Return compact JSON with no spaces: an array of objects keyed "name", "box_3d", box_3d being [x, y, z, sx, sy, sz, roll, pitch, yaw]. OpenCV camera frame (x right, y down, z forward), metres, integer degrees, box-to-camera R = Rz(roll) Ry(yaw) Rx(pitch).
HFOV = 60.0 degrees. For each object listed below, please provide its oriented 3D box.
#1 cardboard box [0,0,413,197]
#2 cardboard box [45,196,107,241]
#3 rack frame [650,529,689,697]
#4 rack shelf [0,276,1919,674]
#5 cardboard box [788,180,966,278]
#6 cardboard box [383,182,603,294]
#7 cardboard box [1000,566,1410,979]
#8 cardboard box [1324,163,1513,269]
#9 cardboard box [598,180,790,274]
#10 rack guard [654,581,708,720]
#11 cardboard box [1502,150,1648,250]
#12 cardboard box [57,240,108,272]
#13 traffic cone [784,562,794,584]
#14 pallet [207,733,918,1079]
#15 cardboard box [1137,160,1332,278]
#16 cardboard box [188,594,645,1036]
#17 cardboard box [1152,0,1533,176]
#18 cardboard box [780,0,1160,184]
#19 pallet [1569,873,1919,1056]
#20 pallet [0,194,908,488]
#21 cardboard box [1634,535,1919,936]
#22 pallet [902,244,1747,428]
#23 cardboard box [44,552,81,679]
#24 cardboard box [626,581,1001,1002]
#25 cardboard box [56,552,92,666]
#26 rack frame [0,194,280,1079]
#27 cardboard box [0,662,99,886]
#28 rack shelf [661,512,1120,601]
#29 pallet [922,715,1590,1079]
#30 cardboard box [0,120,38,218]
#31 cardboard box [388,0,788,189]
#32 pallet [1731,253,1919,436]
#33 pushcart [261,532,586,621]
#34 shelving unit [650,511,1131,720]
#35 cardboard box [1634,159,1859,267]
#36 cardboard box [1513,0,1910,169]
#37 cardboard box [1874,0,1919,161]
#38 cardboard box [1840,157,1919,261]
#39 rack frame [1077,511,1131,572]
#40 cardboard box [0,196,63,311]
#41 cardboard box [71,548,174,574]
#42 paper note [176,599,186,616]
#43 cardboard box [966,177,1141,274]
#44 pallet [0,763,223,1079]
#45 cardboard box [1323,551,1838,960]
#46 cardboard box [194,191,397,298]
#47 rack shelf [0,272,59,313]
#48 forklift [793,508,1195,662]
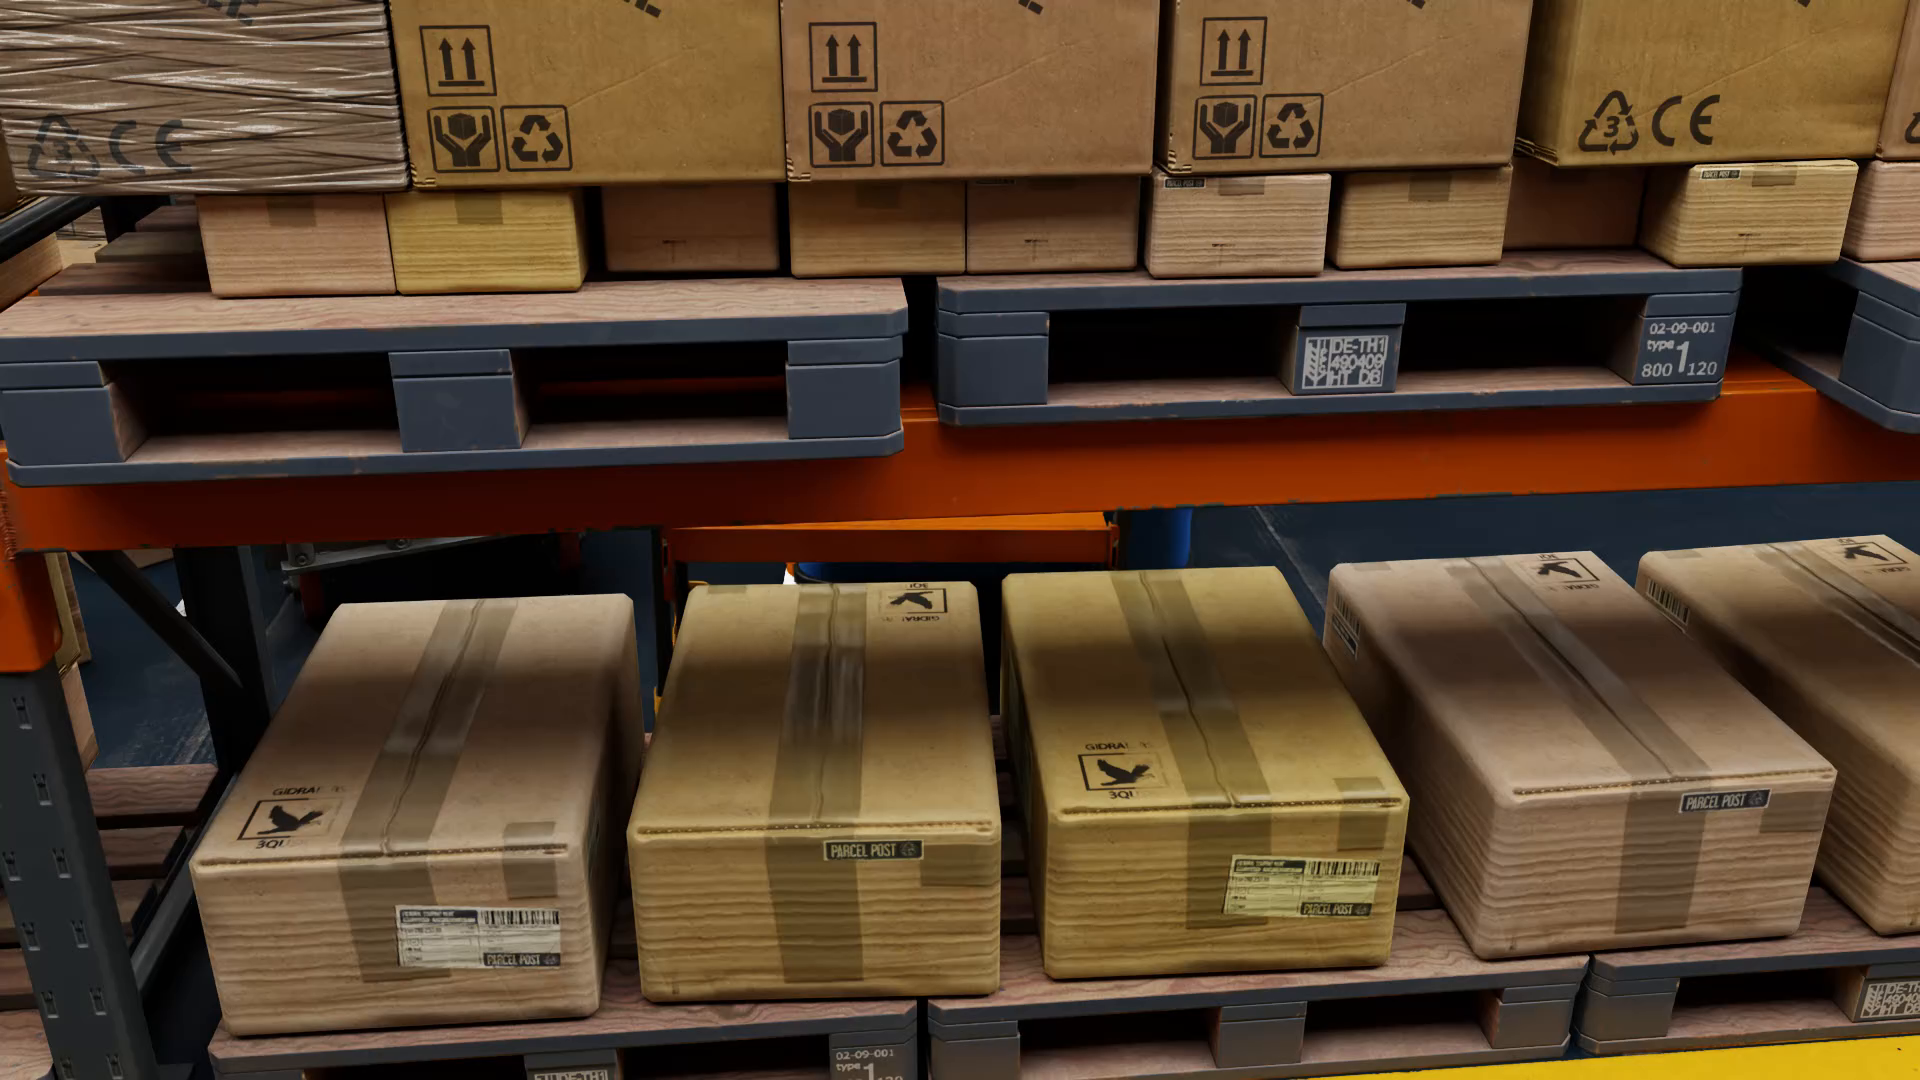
[{"name":"cardboard box","box_3d":[-1.001,-0.783,2.313,0.500,0.500,0.500,-2,24,-4]},{"name":"cardboard box","box_3d":[-3.612,-1.690,7.459,0.875,0.875,0.875,-2,24,-5]},{"name":"rack frame","box_3d":[-0.667,-0.221,3.776,0.032,1.500,0.500,0,25,-4]},{"name":"rack shelf","box_3d":[0.494,-0.258,3.023,4.000,0.370,1.077,-2,24,-5]},{"name":"cardboard box","box_3d":[-0.131,-0.521,2.520,0.250,0.149,0.380,-2,24,-4]},{"name":"cardboard box","box_3d":[-0.665,-0.485,2.440,0.250,0.149,0.380,-2,24,-4]},{"name":"cardboard box","box_3d":[0.433,0.421,3.327,0.625,0.372,0.950,-2,24,-3]},{"name":"cardboard box","box_3d":[0.647,-0.542,2.568,0.250,0.149,0.380,-3,24,-7]},{"name":"cardboard box","box_3d":[-0.391,-0.527,2.535,0.250,0.149,0.380,-1,24,-2]},{"name":"rack guard","box_3d":[-0.670,0.344,4.043,0.087,0.250,0.587,0,25,-4]},{"name":"cardboard box","box_3d":[0.889,-0.585,2.665,0.250,0.149,0.380,-2,24,-5]},{"name":"cardboard box","box_3d":[-3.527,-0.886,6.625,0.500,0.500,0.500,2,24,4]},{"name":"traffic cone","box_3d":[-0.400,0.037,4.598,0.334,0.463,0.336,-2,24,-5]},{"name":"pallet","box_3d":[-0.721,0.735,3.335,1.213,0.211,1.003,-2,24,-5]},{"name":"cardboard box","box_3d":[0.385,-0.519,2.518,0.250,0.149,0.380,-1,24,-3]},{"name":"cardboard box","box_3d":[-0.974,0.480,3.196,0.625,0.372,0.950,-2,24,-4]},{"name":"cardboard box","box_3d":[0.501,-0.843,2.446,0.500,0.500,0.500,-3,24,-7]},{"name":"cardboard box","box_3d":[-0.009,-0.818,2.391,0.500,0.500,0.500,-2,24,-5]},{"name":"pallet","box_3d":[1.707,0.638,3.555,1.213,0.211,1.003,-2,24,-5]},{"name":"pallet","box_3d":[-0.721,-0.391,2.673,1.213,0.211,1.003,-2,24,-5]},{"name":"cardboard box","box_3d":[1.921,0.361,3.464,0.625,0.372,0.950,-4,24,-9]},{"name":"pallet","box_3d":[0.519,-0.484,2.881,1.213,0.211,1.003,-2,24,-5]},{"name":"cardboard box","box_3d":[-2.110,0.129,3.211,0.500,0.500,0.500,-1,24,-3]},{"name":"cardboard box","box_3d":[-0.259,0.450,3.263,0.625,0.372,0.950,-1,24,-2]},{"name":"cardboard box","box_3d":[-2.696,0.127,4.346,0.500,0.500,0.500,16,28,31]},{"name":"rack frame","box_3d":[-1.496,-0.507,2.698,0.127,3.000,1.000,-2,24,-5]},{"name":"cardboard box","box_3d":[-2.110,0.472,3.363,0.500,0.250,0.500,-3,24,-8]},{"name":"rack shelf","box_3d":[-0.167,-0.057,3.890,1.000,0.185,0.538,0,25,-4]},{"name":"pallet","box_3d":[0.496,0.685,3.448,1.213,0.211,1.003,-2,24,-5]},{"name":"cardboard box","box_3d":[-1.961,-0.784,2.831,0.500,0.500,0.500,-2,24,-5]},{"name":"cardboard box","box_3d":[-0.503,-0.804,2.359,0.500,0.500,0.500,-2,24,-5]},{"name":"pallet","box_3d":[1.786,-0.508,2.935,1.003,0.211,1.213,-2,24,-5]},{"name":"pushcart","box_3d":[-1.770,-0.228,5.299,0.936,0.377,1.648,-11,26,-23]},{"name":"shelving unit","box_3d":[-0.151,-0.220,3.815,1.083,1.500,0.587,0,25,-4]},{"name":"cardboard box","box_3d":[1.152,-0.544,2.573,0.250,0.149,0.380,-2,24,-4]},{"name":"cardboard box","box_3d":[1.044,-0.864,2.495,0.500,0.500,0.500,-4,24,-9]},{"name":"cardboard box","box_3d":[1.546,-0.885,2.541,0.500,0.500,0.500,-3,24,-6]},{"name":"cardboard box","box_3d":[1.424,-0.561,2.611,0.250,0.149,0.380,-3,24,-8]},{"name":"rack frame","box_3d":[0.346,-0.218,3.852,0.032,1.500,0.500,0,25,-4]},{"name":"cardboard box","box_3d":[-1.841,-0.509,3.012,0.250,0.149,0.380,-2,24,-5]},{"name":"cardboard box","box_3d":[-2.518,-0.093,5.132,0.258,0.266,0.396,22,32,40]},{"name":"paper note","box_3d":[-2.191,0.181,4.805,0.142,0.019,0.148,-2,24,-5]},{"name":"cardboard box","box_3d":[0.115,-0.530,2.541,0.250,0.149,0.380,-2,24,-5]},{"name":"pallet","box_3d":[-2.161,0.808,3.172,1.213,0.211,1.003,-2,24,-5]},{"name":"cardboard box","box_3d":[1.188,0.393,3.390,0.625,0.372,0.950,-3,24,-6]},{"name":"cardboard box","box_3d":[-0.915,-0.479,2.426,0.250,0.149,0.380,-2,24,-4]},{"name":"rack shelf","box_3d":[-3.486,-0.099,2.664,4.000,0.370,1.077,-2,24,-5]},{"name":"forklift","box_3d":[0.031,-1.568,5.169,1.130,2.935,3.031,-1,24,-2]}]
